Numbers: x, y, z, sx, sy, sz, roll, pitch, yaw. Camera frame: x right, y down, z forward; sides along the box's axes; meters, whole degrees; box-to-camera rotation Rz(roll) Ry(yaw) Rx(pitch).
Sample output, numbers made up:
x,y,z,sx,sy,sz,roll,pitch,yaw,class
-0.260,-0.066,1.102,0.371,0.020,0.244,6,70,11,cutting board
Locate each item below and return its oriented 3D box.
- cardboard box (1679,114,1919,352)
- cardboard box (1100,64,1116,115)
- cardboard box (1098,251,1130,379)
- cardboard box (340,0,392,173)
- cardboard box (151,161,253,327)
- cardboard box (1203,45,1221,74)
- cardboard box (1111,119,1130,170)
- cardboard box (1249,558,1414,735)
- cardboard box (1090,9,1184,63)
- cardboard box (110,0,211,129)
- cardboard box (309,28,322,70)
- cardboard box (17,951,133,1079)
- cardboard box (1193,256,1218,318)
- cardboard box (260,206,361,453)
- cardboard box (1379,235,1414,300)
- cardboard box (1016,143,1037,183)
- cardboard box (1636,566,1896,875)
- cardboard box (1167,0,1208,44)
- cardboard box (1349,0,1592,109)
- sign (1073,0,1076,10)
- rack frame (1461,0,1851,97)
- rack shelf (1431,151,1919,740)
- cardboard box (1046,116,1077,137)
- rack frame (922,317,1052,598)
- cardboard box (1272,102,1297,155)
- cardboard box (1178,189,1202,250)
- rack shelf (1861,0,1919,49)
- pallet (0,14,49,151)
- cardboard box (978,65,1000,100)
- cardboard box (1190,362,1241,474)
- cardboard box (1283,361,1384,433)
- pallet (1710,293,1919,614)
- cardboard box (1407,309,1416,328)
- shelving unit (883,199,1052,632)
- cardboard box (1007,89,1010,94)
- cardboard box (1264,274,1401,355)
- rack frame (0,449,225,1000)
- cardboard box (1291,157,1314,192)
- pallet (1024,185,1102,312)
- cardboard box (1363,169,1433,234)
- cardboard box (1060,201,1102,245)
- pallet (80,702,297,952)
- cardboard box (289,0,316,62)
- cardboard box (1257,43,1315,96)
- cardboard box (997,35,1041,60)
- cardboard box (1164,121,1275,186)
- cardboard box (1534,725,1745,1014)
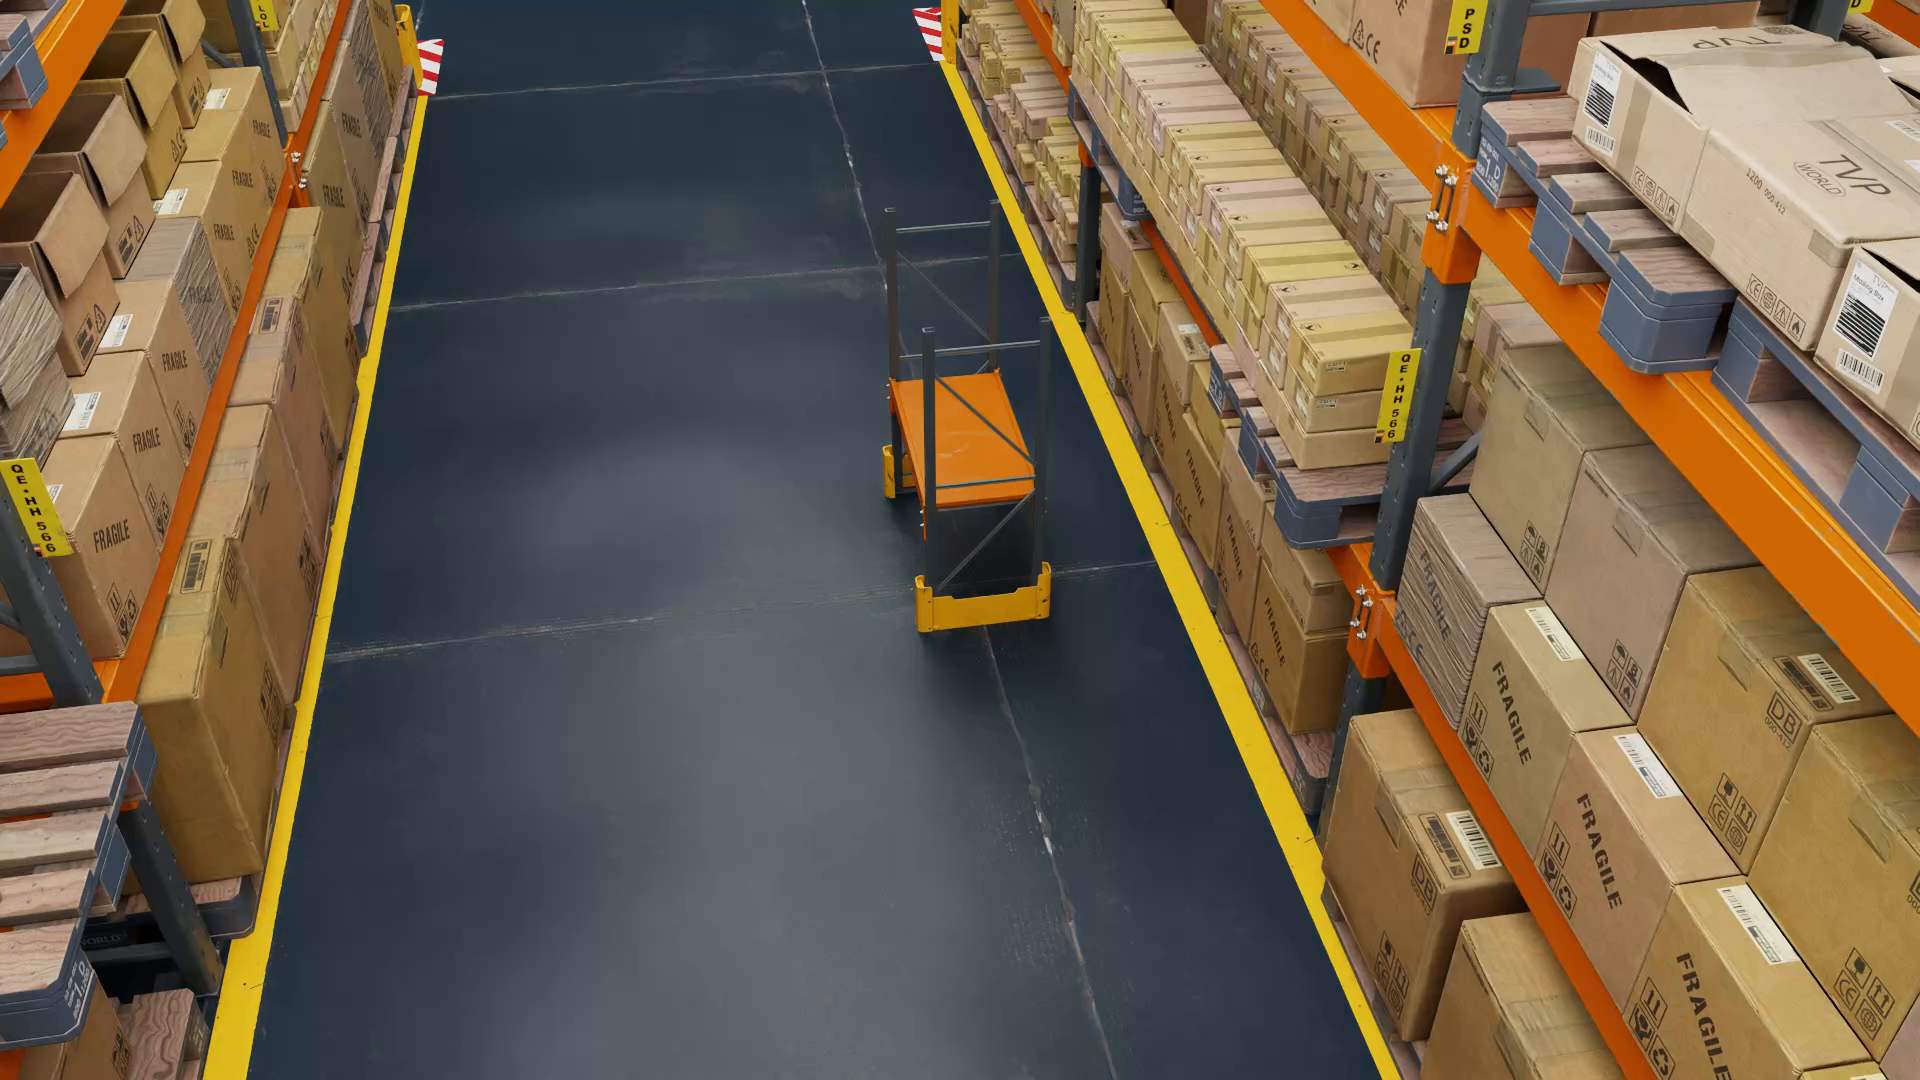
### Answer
x,y,z,sx,sy,sz,roll,pitch,yaw,class
1.843,-0.634,3.375,0.500,0.250,0.500,-5,38,-7,cardboard box
0.853,-2.068,7.586,0.380,0.149,0.250,-5,38,-7,cardboard box
1.012,-1.187,8.528,0.500,0.500,0.500,-5,38,-6,cardboard box
-4.108,-2.826,10.332,0.875,0.875,0.875,-6,38,-8,cardboard box
-3.228,-1.183,6.746,0.500,0.500,0.500,-7,38,-8,cardboard box
1.408,-2.331,8.168,0.380,0.149,0.250,-7,38,-9,cardboard box
0.897,-1.792,7.475,0.380,0.149,0.250,-6,38,-7,cardboard box
1.472,0.385,6.505,0.500,0.500,0.500,-6,38,-8,cardboard box
0.815,-2.329,7.681,0.380,0.149,0.250,-5,38,-7,cardboard box
-3.637,-2.061,7.059,0.797,0.503,0.637,-7,38,-9,cardboard box
-3.622,-2.602,8.859,0.380,0.149,0.250,-7,38,-9,cardboard box
-2.919,1.621,4.897,0.700,0.500,0.500,-8,39,-10,cardboard box
1.130,-1.001,6.456,0.380,0.149,0.250,-8,39,-10,cardboard box
-3.625,-0.953,7.921,1.225,0.875,0.875,-6,38,-8,cardboard box
1.814,-1.041,6.266,0.380,0.149,0.250,-6,38,-8,cardboard box
0.558,-2.348,10.309,0.380,0.149,0.250,-6,38,-8,cardboard box
2.096,0.386,3.912,0.700,0.500,0.500,-7,38,-9,cardboard box
1.305,-2.966,8.799,0.500,0.500,0.500,-7,38,-9,cardboard box
1.495,-1.609,4.849,0.500,0.500,0.500,-6,38,-8,cardboard box
0.611,-2.762,8.155,0.100,0.325,0.005,-6,38,-8,sign
1.845,-2.436,3.551,1.000,3.000,0.127,-6,38,-8,rack frame
2.196,0.240,3.137,1.077,0.370,4.000,-6,38,-8,rack shelf
0.722,-2.410,9.903,0.380,0.149,0.250,-5,38,-6,cardboard box
0.104,-0.234,6.828,0.500,1.500,0.032,-6,38,-8,rack frame
1.593,-1.817,7.264,0.380,0.149,0.250,-8,39,-10,cardboard box
1.082,-1.279,6.572,0.380,0.149,0.250,-5,38,-7,cardboard box
5.649,-4.000,11.041,1.077,0.370,4.000,-6,38,-8,rack shelf
-3.221,-1.088,4.414,1.213,0.211,1.003,-5,38,-6,pallet
0.333,-3.123,11.307,0.380,0.149,0.250,-6,38,-7,cardboard box
1.294,-0.539,7.083,0.500,0.250,0.500,-5,38,-7,cardboard box
1.310,-0.501,5.569,0.380,0.149,0.250,-5,38,-7,cardboard box
2.209,-0.119,3.167,1.003,0.211,1.213,-5,38,-6,pallet
1.871,-0.751,6.134,0.380,0.149,0.250,-4,38,-6,cardboard box
0.013,-0.546,7.231,0.587,1.500,1.083,-6,38,-8,shelving unit
0.482,-3.086,11.016,0.380,0.149,0.250,-8,39,-10,cardboard box
1.266,-0.767,5.670,0.380,0.149,0.250,-7,38,-9,cardboard box
-3.056,0.405,4.783,1.000,3.000,0.127,-6,38,-8,rack frame
1.640,-1.545,7.156,0.380,0.149,0.250,-5,38,-6,cardboard box
0.991,-1.784,9.874,1.003,0.211,1.213,-6,38,-8,pallet
1.771,-1.303,6.359,0.380,0.149,0.250,-5,38,-6,cardboard box
0.776,-1.797,9.357,0.380,0.149,0.250,-6,38,-7,cardboard box
-3.120,1.022,6.262,1.003,0.211,1.213,-6,38,-8,pallet
-3.664,-2.682,8.637,0.500,0.250,0.500,-6,38,-8,cardboard box
1.544,-2.086,7.368,0.380,0.149,0.250,-6,38,-8,cardboard box
0.449,-3.192,10.910,0.380,0.149,0.250,-5,38,-6,cardboard box
1.038,-1.554,6.683,0.380,0.149,0.250,-5,38,-7,cardboard box
1.838,0.805,4.187,0.500,0.500,0.500,-6,38,-8,cardboard box
